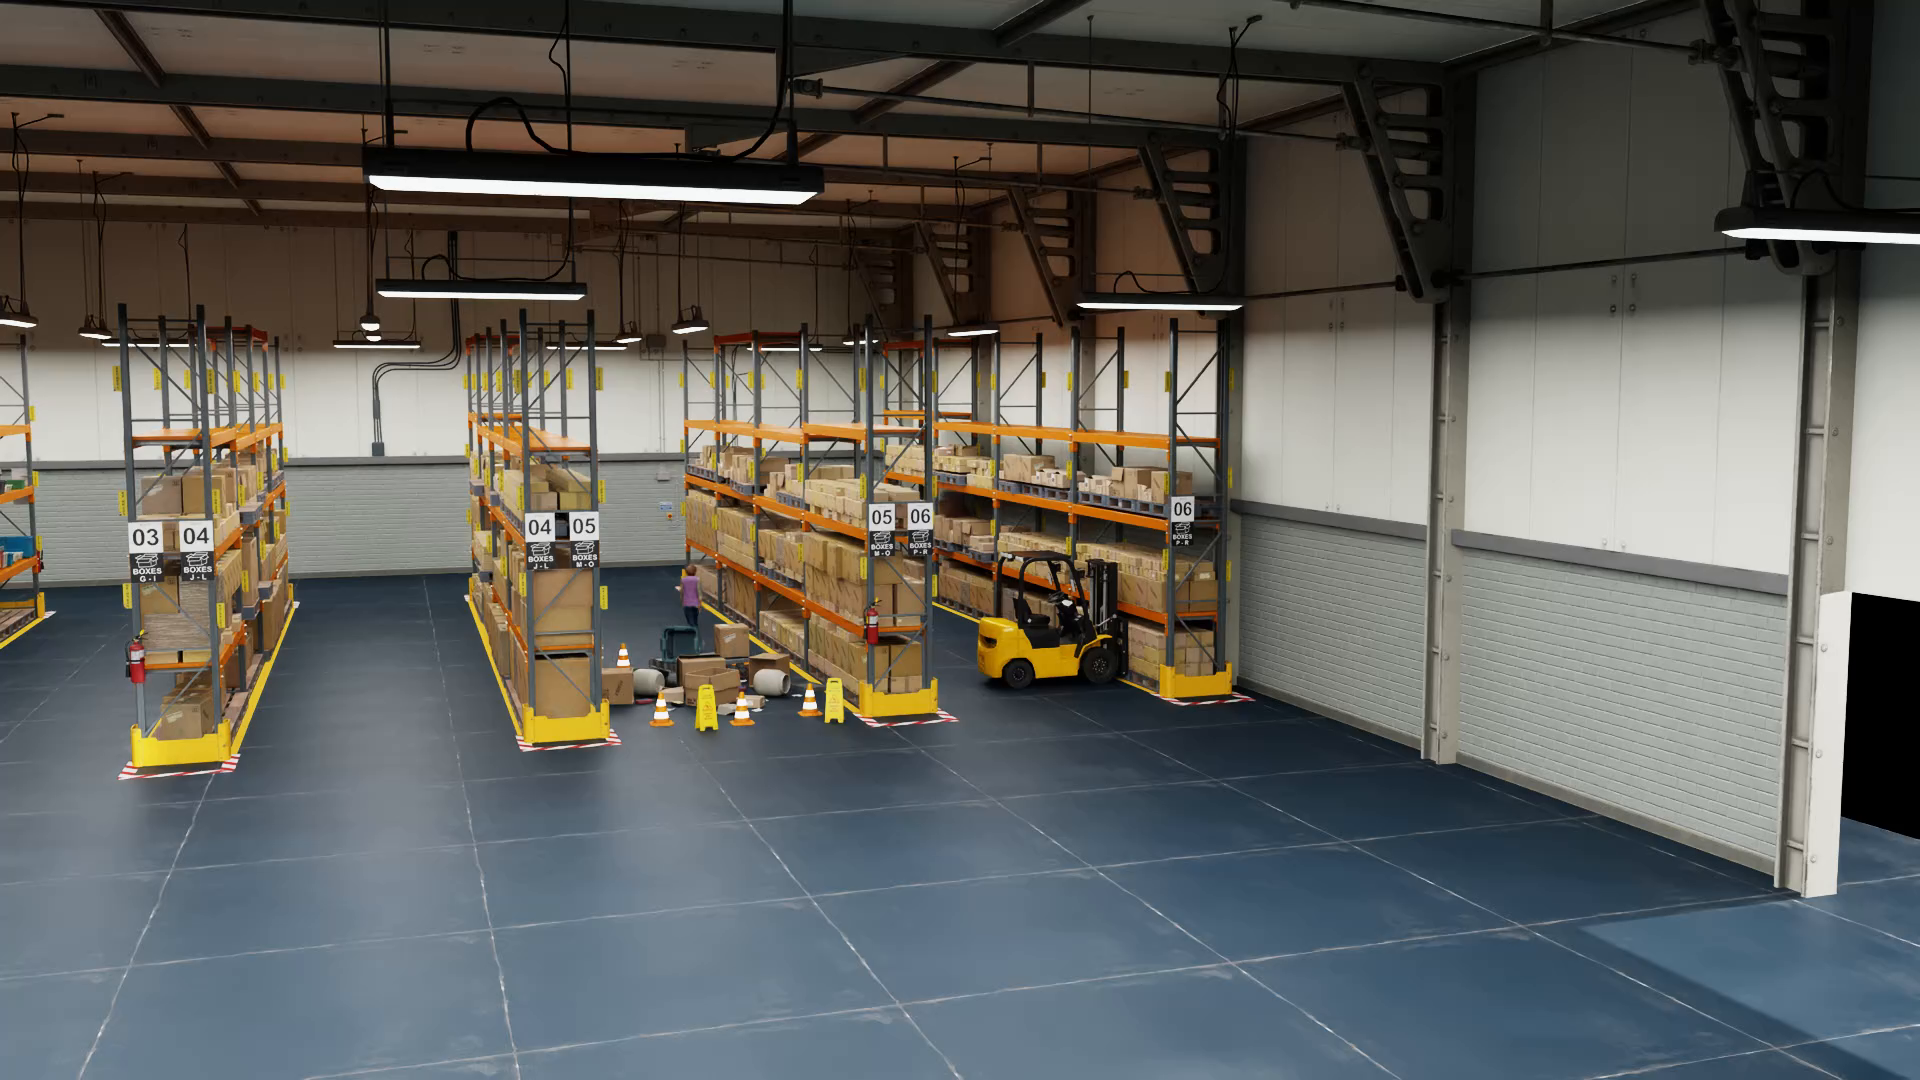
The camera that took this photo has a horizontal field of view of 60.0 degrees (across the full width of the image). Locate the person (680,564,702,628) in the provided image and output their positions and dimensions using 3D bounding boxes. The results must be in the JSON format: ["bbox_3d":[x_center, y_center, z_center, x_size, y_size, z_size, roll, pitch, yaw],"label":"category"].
[{"bbox_3d":[-5.068,1.239,31.280,0.371,1.579,0.841,-3,6,-30],"label":"person"}]
